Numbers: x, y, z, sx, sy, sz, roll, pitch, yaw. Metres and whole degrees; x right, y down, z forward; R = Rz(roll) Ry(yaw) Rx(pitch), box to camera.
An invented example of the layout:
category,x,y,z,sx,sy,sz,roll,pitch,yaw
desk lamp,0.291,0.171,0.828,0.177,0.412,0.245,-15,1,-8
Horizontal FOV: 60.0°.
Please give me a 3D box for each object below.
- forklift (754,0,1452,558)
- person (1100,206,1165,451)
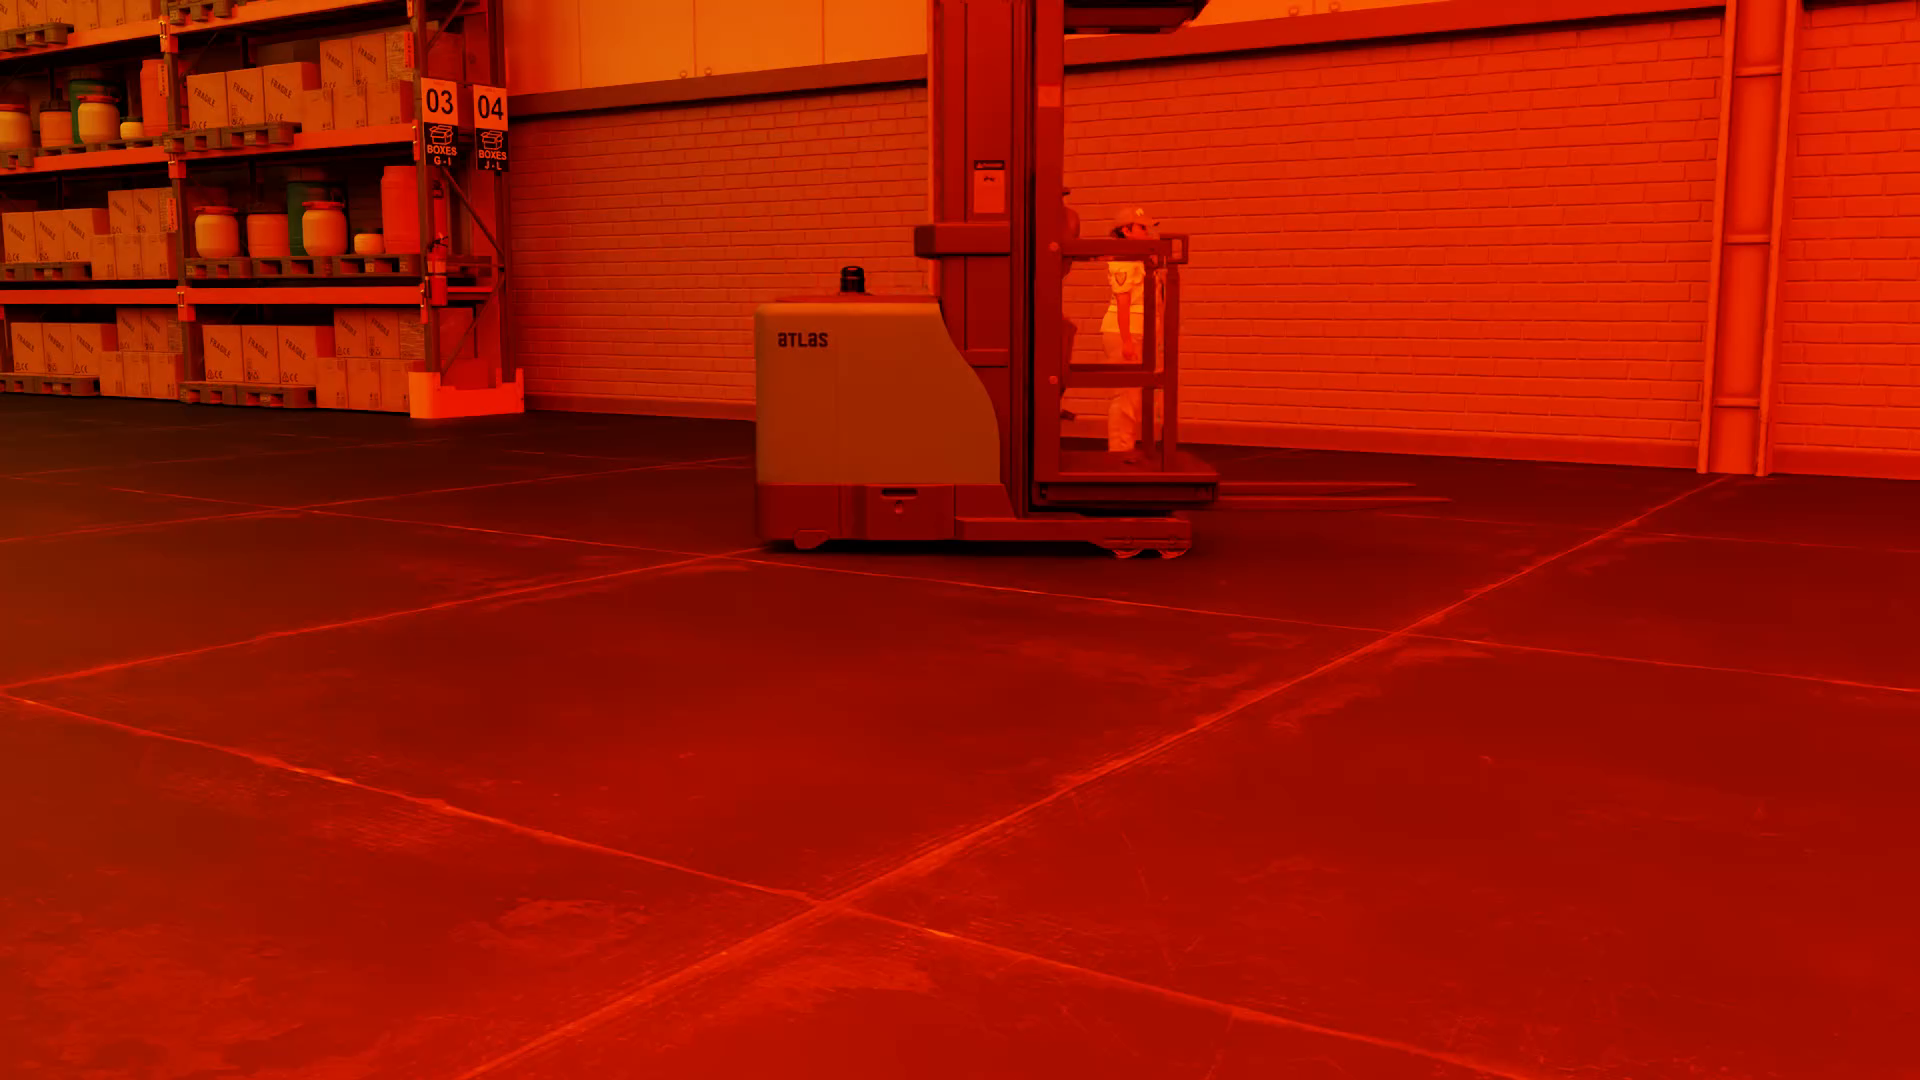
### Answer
category,x,y,z,sx,sy,sz,roll,pitch,yaw
forklift,0.633,-1.452,7.406,3.031,2.935,1.130,0,8,1
person,1.066,-1.231,10.365,0.389,1.669,0.480,1,8,10
